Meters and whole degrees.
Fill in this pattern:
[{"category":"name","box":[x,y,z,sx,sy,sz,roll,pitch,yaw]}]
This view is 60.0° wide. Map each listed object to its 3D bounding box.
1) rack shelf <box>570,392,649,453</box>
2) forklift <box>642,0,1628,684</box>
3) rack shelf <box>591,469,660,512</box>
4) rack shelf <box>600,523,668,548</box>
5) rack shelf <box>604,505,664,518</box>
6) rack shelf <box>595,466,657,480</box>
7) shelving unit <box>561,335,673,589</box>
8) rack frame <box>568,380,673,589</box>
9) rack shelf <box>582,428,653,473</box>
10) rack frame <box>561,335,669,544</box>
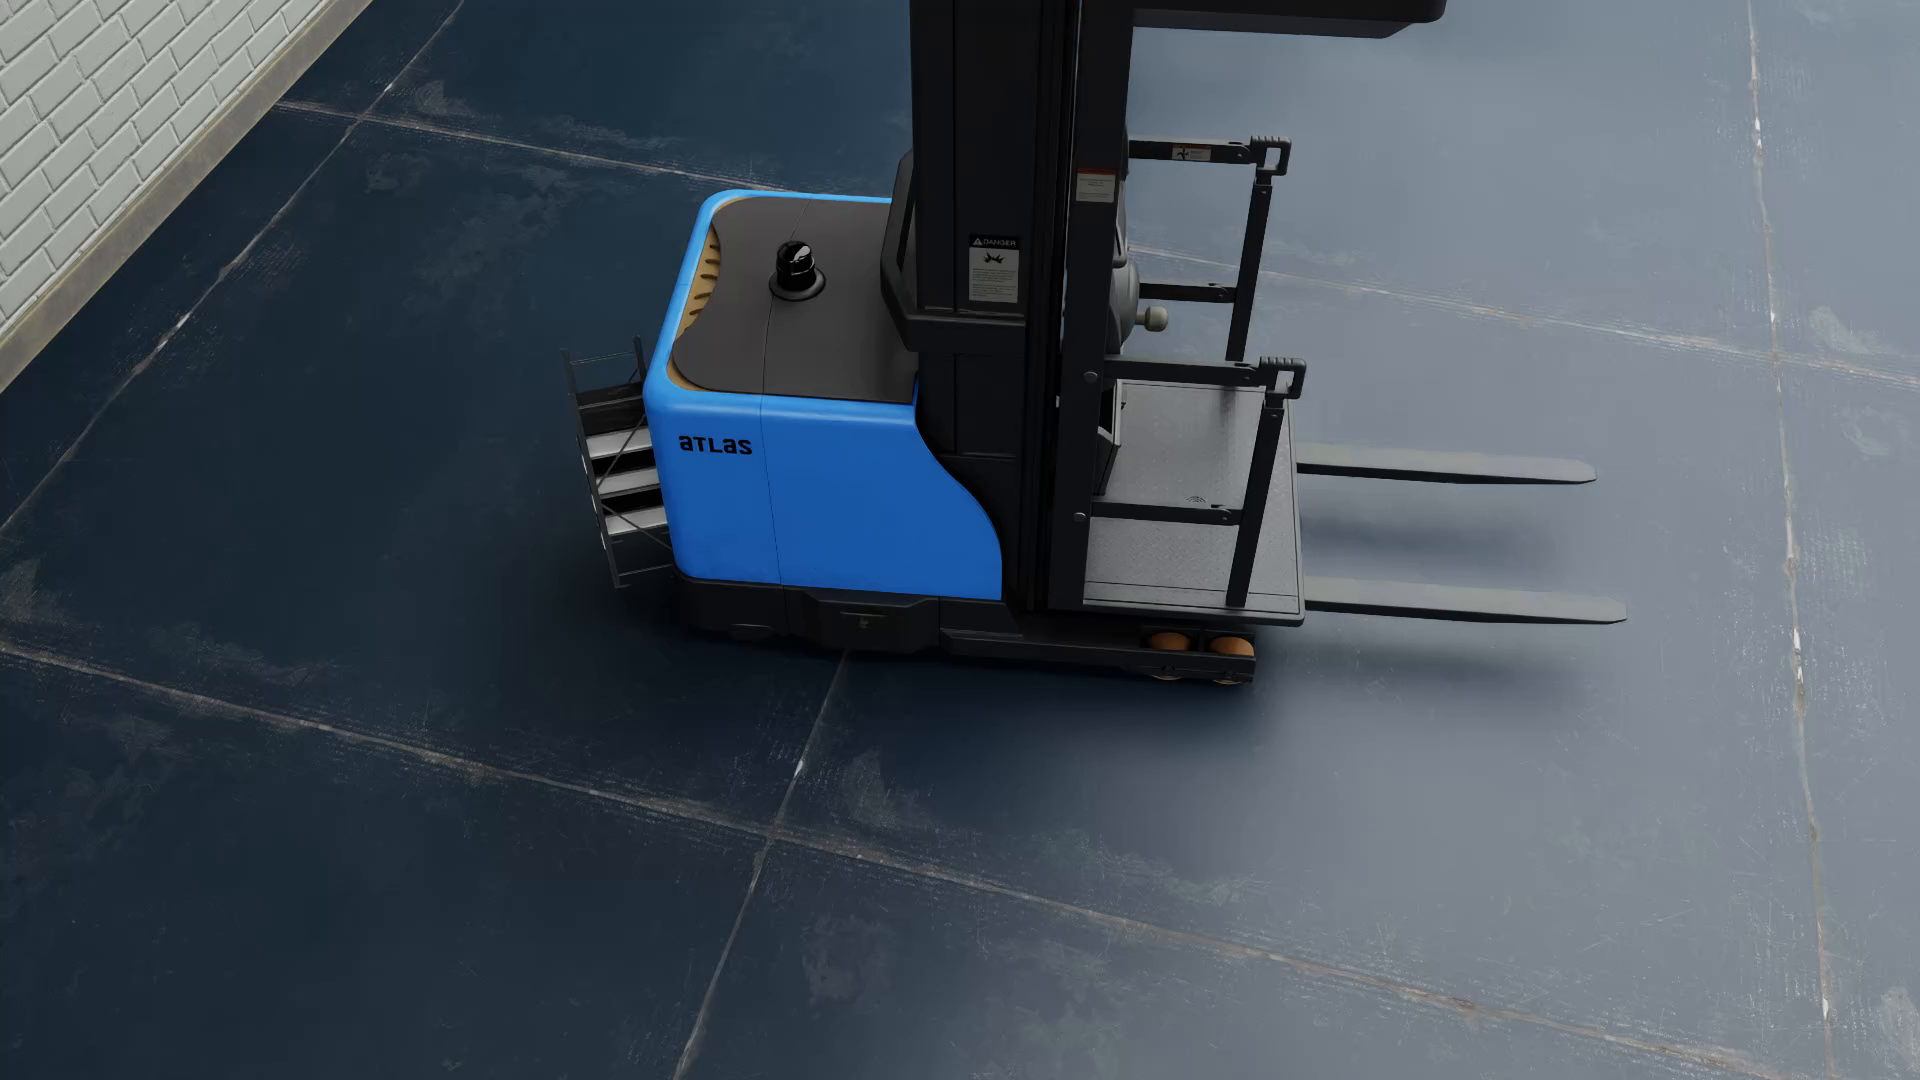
[{"category":"rack shelf","box":[-1.073,-0.389,5.177,0.258,0.077,0.200,-11,50,-10]},{"category":"forklift","box":[0.626,-0.926,4.613,3.031,2.935,1.130,4,49,3]},{"category":"rack shelf","box":[-1.073,-0.210,5.380,0.258,0.077,0.200,-11,50,-10]},{"category":"rack shelf","box":[-1.073,-0.091,5.515,0.258,0.077,0.200,-11,50,-10]},{"category":"rack shelf","box":[-1.073,-0.160,5.436,0.199,0.015,0.184,-11,50,-10]},{"category":"rack shelf","box":[-1.073,-0.279,5.301,0.199,0.015,0.184,-11,50,-10]},{"category":"shelving unit","box":[-1.073,-0.232,5.355,0.258,0.900,0.210,-11,50,-10]},{"category":"rack frame","box":[-1.047,-0.158,5.290,0.240,0.900,0.006,-11,50,-10]},{"category":"rack shelf","box":[-1.073,-0.329,5.245,0.258,0.077,0.200,-11,50,-10]},{"category":"rack frame","box":[-1.100,-0.306,5.420,0.240,0.900,0.006,-11,50,-10]}]
